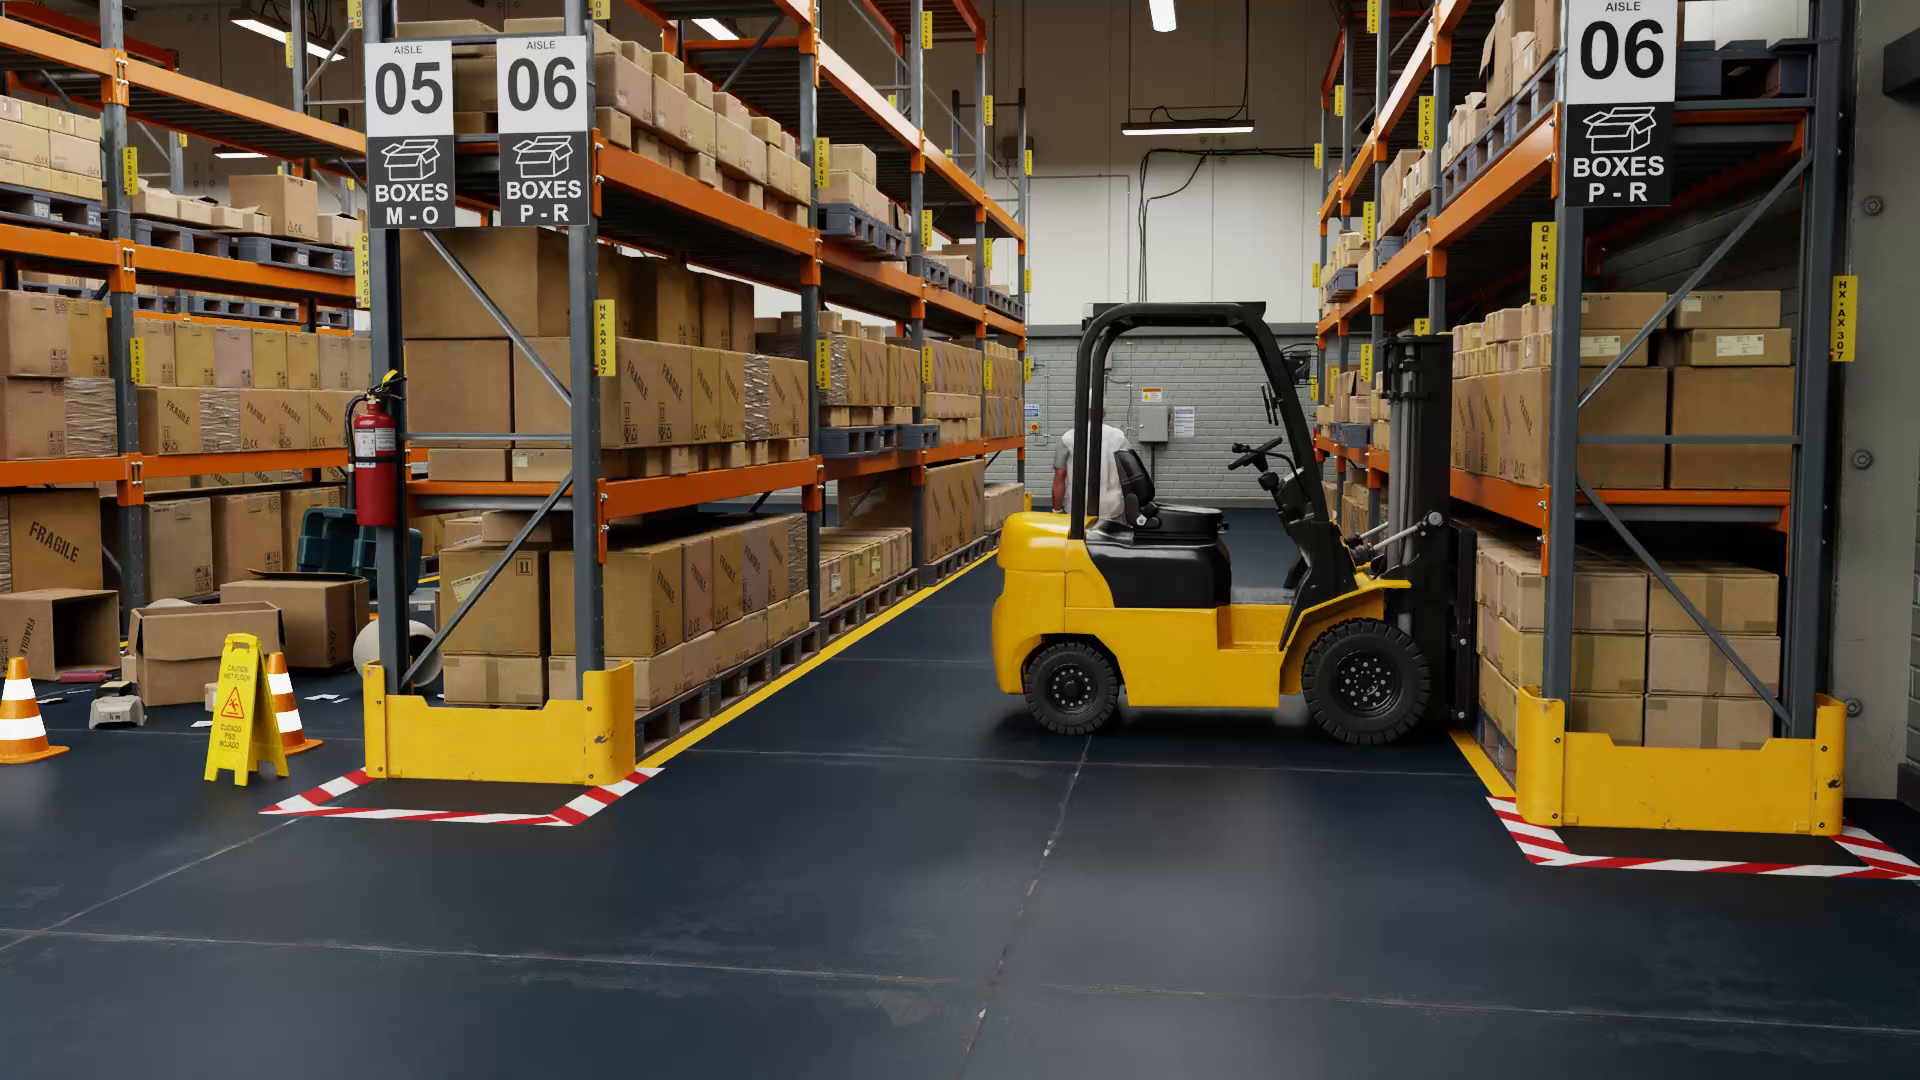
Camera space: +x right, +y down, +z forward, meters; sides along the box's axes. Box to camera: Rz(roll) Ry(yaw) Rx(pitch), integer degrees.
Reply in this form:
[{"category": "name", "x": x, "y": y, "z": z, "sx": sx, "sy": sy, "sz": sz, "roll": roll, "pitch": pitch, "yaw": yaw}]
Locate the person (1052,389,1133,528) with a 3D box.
[{"category": "person", "x": 0.946, "y": -0.166, "z": 11.621, "sx": 0.613, "sy": 1.780, "sz": 0.446, "roll": 0, "pitch": 4, "yaw": 6}]
